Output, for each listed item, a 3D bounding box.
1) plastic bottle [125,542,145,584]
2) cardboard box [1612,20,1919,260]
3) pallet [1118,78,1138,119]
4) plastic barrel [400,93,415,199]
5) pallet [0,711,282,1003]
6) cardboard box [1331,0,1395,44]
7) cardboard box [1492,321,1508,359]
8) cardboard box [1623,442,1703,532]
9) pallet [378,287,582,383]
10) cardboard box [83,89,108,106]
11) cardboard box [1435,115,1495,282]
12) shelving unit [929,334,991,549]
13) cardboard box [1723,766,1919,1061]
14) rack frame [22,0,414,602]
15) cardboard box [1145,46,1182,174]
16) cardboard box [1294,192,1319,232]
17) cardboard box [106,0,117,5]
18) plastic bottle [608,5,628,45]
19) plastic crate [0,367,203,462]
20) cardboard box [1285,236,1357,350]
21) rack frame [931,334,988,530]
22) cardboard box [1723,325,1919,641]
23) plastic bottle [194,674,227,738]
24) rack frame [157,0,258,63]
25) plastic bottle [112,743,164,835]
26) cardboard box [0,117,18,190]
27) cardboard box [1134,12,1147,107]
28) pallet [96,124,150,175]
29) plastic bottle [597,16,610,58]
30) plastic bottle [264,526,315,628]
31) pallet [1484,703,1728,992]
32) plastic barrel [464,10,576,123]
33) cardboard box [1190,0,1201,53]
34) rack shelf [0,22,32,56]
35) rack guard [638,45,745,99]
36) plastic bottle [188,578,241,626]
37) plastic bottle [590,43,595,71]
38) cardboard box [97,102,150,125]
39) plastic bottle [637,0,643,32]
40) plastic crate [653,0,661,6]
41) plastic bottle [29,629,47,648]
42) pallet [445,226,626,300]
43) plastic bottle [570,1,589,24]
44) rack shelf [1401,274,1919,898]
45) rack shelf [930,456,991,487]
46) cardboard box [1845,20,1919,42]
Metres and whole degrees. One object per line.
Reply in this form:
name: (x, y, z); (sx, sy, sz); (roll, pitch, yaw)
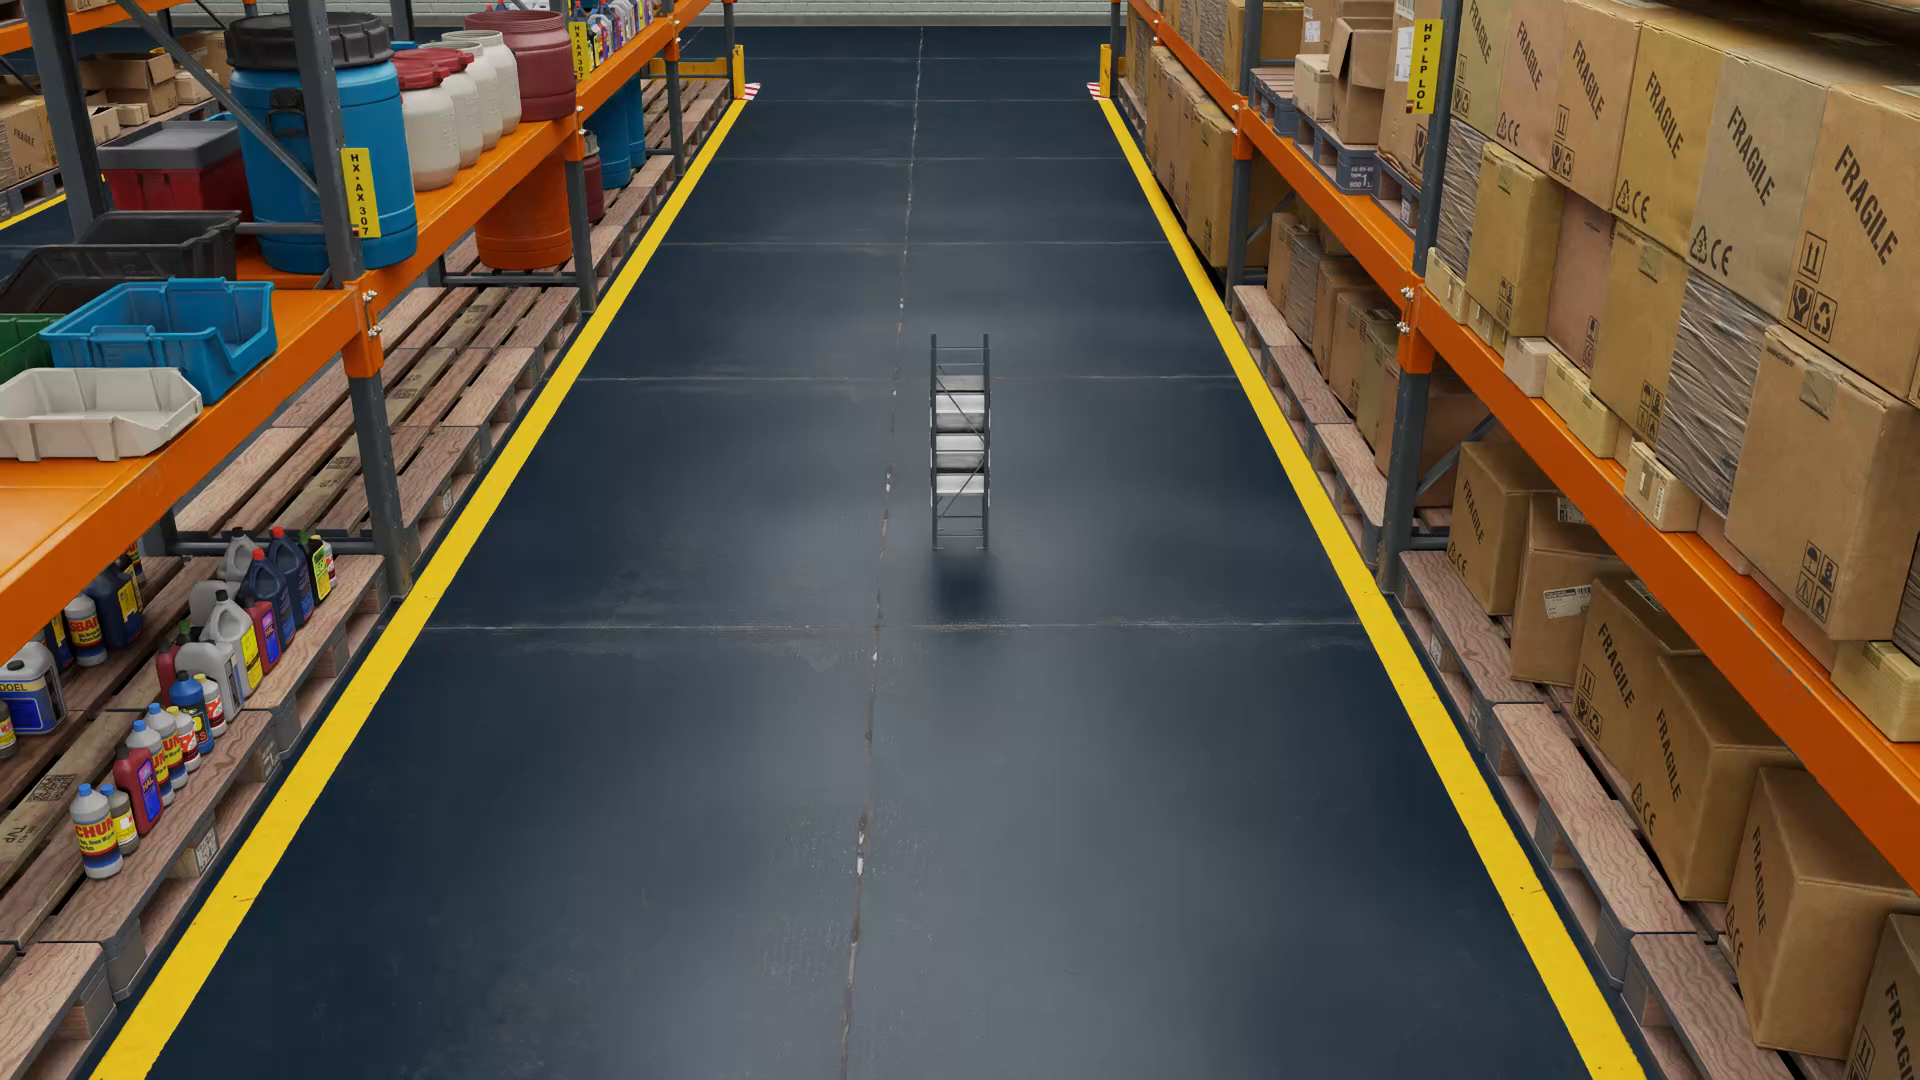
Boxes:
plastic bottle: (-3.174, 0.033, 6.314); (0.097, 0.271, 0.097); (0, 24, 0)
cardboard box: (1.992, -0.997, 4.119); (0.500, 0.500, 0.500); (0, 24, -1)
pallet: (2.169, -4.510, 16.966); (1.003, 0.211, 1.213); (0, 24, -1)
plastic barrel: (-2.531, -1.600, 6.983); (0.433, 0.535, 0.433); (0, 24, 0)
pallet: (-2.758, 0.909, 4.985); (1.003, 0.211, 1.213); (0, 24, -1)
cardboard box: (2.321, -2.598, 8.724); (0.700, 0.500, 0.500); (3, 25, 7)
cardboard box: (1.947, -0.652, 5.356); (0.380, 0.149, 0.250); (0, 24, -1)
cardboard box: (1.926, -0.137, 4.217); (0.380, 0.149, 0.250); (0, 24, -1)
pallet: (-2.814, -1.201, 9.650); (1.003, 0.211, 1.213); (0, 24, -1)
cardboard box: (-8.078, -3.937, 15.043); (0.500, 0.311, 0.500); (0, 24, -1)
cardboard box: (2.156, -1.161, 5.694); (0.875, 0.500, 0.500); (0, 24, -1)
shelving unit: (0.000, -0.413, 7.072); (0.258, 0.900, 0.210); (0, 24, -1)
cardboard box: (2.226, 0.927, 4.084); (0.500, 0.500, 0.500); (6, 25, 13)
rack frame: (-2.740, -1.143, 6.137); (1.000, 3.000, 0.127); (0, 24, -1)
cardboard box: (2.153, -3.421, 13.243); (1.225, 0.875, 0.875); (0, 24, 0)
cardboard box: (2.207, -1.941, 9.490); (0.500, 0.250, 0.500); (1, 24, 2)
cardboard box: (-7.522, -4.886, 14.293); (0.500, 0.500, 0.500); (0, 24, 0)
plastic bottle: (-2.486, -3.713, 11.969); (0.152, 0.276, 0.135); (0, 24, -1)
plastic crate: (-2.469, -0.355, 4.714); (0.530, 0.136, 0.437); (0, 24, -1)
cardboard box: (2.216, -1.370, 9.140); (0.700, 0.500, 0.500); (-2, 24, -5)
rack frame: (-0.001, -0.455, 7.165); (0.240, 0.900, 0.006); (0, 24, -1)
cardboard box: (2.153, -0.130, 3.416); (0.875, 0.500, 0.500); (0, 24, -1)
plastic bottle: (-2.412, 0.523, 5.315); (0.097, 0.201, 0.097); (0, 24, 0)
rack frame: (-7.824, -6.067, 17.024); (1.000, 3.000, 0.127); (0, 24, -1)
plastic bottle: (-2.388, 0.701, 4.823); (0.061, 0.283, 0.133); (0, 24, 0)
cardboard box: (-7.486, -2.868, 12.450); (0.500, 0.500, 0.500); (0, 24, 0)
cardboard box: (2.179, -4.695, 16.059); (0.875, 0.875, 0.875); (0, 24, -1)
pallet: (-7.787, -3.431, 14.580); (1.003, 0.211, 1.213); (0, 24, -1)
plastic bottle: (-2.451, -3.436, 11.364); (0.097, 0.271, 0.097); (0, 24, 0)
plastic bottle: (-2.444, 0.128, 6.008); (0.144, 0.351, 0.185); (-1, 24, -2)
pallet: (2.272, 0.886, 5.035); (1.003, 0.211, 1.213); (0, 24, -1)
plastic barrel: (-2.475, -2.663, 9.334); (0.600, 0.536, 0.708); (0, 24, -1)
cardboard box: (1.903, -3.690, 11.648); (0.500, 0.500, 0.500); (0, 24, 0)
rack shelf: (-7.758, -3.267, 11.706); (1.077, 0.370, 4.000); (0, 24, -1)
rack guard: (-2.884, -4.959, 17.607); (1.175, 0.500, 0.348); (0, 24, -1)
plastic bottle: (-2.590, 0.252, 5.825); (0.152, 0.276, 0.135); (0, 24, -1)
plastic bottle: (-2.445, -3.174, 10.869); (0.097, 0.201, 0.097); (0, 24, 0)
cardboard box: (-7.588, -3.859, 15.046); (0.380, 0.166, 0.250); (0, 24, -1)
plastic bottle: (-2.490, -4.040, 12.602); (0.144, 0.351, 0.185); (0, 24, -1)
plastic crate: (-2.689, -4.539, 13.893); (0.396, 0.136, 0.243); (0, 24, -1)
plastic bottle: (-3.105, 0.372, 5.563); (0.097, 0.271, 0.097); (0, 24, 0)
pallet: (-2.834, -1.845, 11.074); (1.003, 0.211, 1.213); (0, 24, -1)
plastic bottle: (-2.628, -3.530, 11.474); (0.144, 0.351, 0.185); (0, 24, -1)
rack shelf: (2.235, -0.013, 4.512); (1.077, 0.370, 4.000); (0, 24, -1)
rack shelf: (0.000, -0.301, 7.123); (0.258, 0.077, 0.200); (0, 24, -1)
cardboard box: (2.506, -1.000, 4.124); (0.500, 0.500, 0.500); (0, 24, -1)
